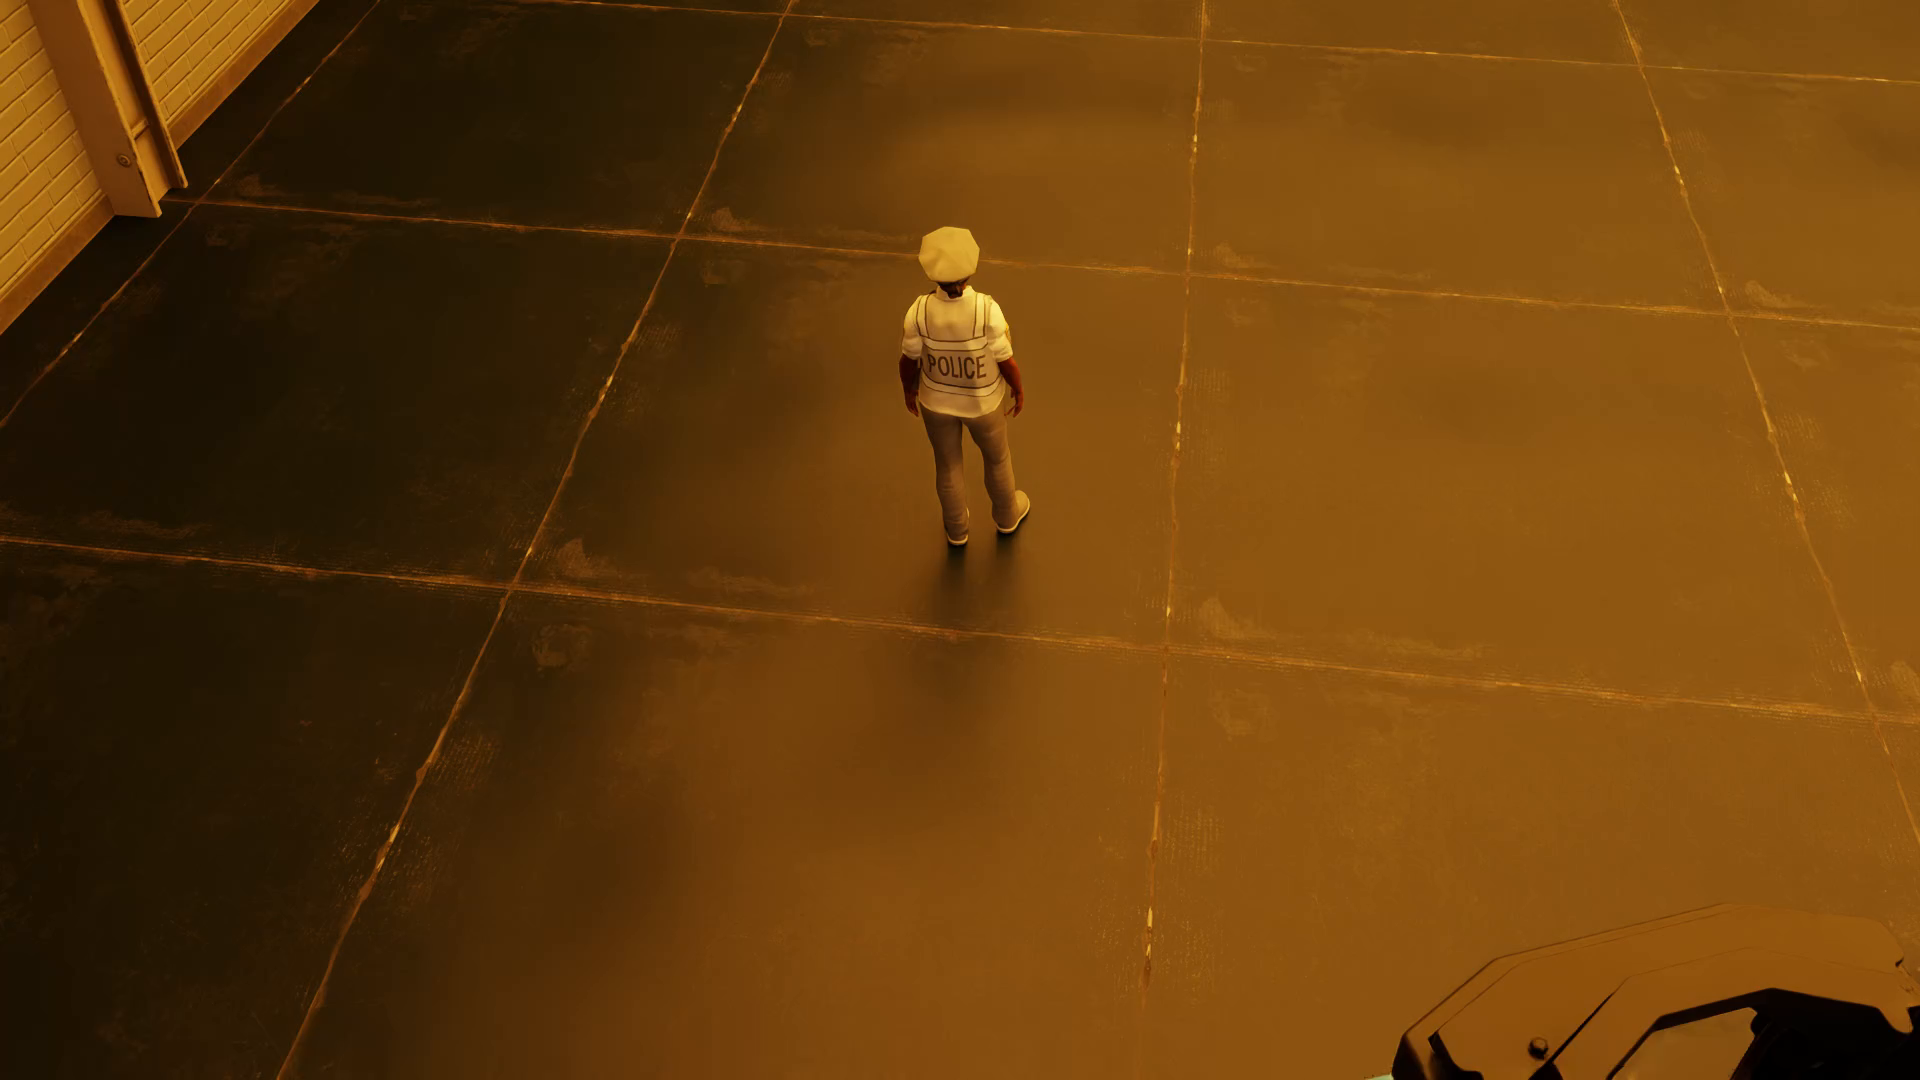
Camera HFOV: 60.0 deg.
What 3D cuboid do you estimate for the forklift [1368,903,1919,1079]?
[{"bbox_3d":[1.390,2.217,3.311,1.130,2.935,3.031,-10,44,-11],"label":"forklift"}]

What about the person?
[{"bbox_3d":[0.030,-0.677,7.366,0.569,1.692,0.530,5,43,6],"label":"person"}]
